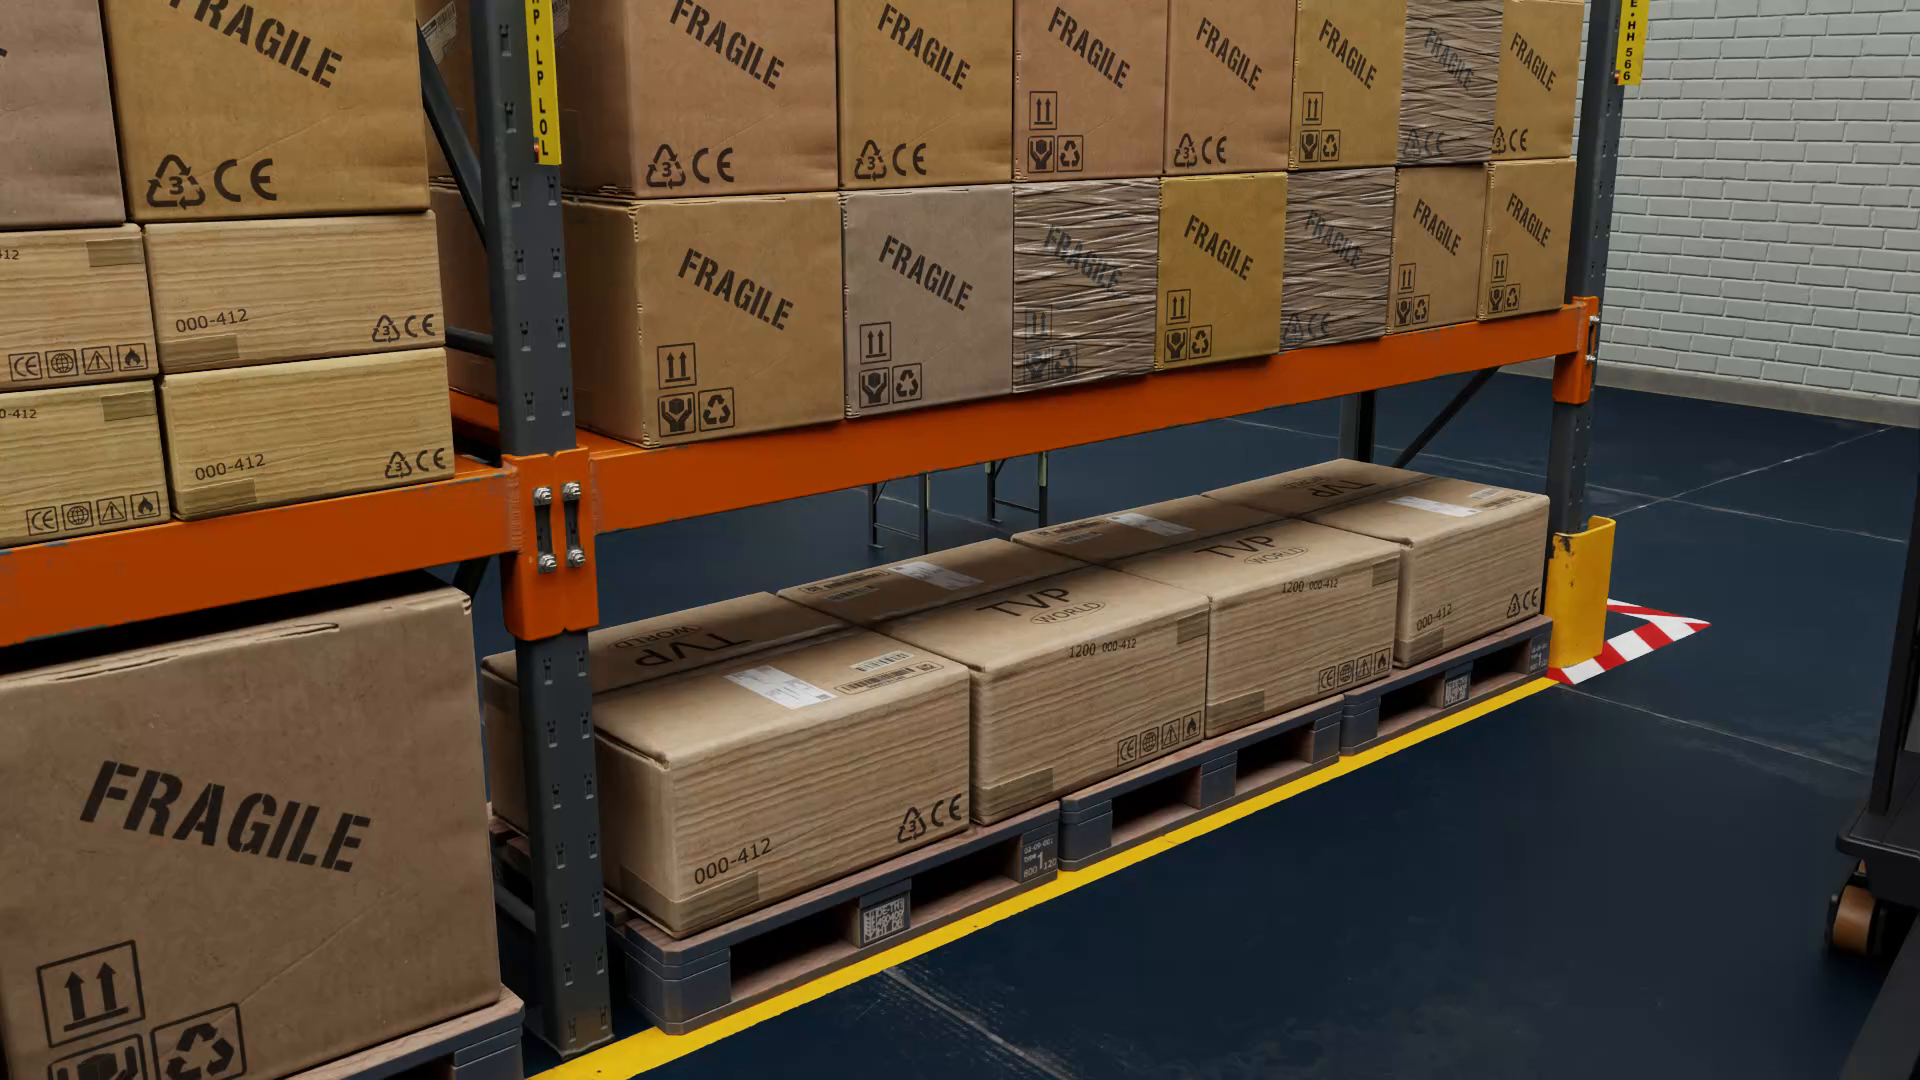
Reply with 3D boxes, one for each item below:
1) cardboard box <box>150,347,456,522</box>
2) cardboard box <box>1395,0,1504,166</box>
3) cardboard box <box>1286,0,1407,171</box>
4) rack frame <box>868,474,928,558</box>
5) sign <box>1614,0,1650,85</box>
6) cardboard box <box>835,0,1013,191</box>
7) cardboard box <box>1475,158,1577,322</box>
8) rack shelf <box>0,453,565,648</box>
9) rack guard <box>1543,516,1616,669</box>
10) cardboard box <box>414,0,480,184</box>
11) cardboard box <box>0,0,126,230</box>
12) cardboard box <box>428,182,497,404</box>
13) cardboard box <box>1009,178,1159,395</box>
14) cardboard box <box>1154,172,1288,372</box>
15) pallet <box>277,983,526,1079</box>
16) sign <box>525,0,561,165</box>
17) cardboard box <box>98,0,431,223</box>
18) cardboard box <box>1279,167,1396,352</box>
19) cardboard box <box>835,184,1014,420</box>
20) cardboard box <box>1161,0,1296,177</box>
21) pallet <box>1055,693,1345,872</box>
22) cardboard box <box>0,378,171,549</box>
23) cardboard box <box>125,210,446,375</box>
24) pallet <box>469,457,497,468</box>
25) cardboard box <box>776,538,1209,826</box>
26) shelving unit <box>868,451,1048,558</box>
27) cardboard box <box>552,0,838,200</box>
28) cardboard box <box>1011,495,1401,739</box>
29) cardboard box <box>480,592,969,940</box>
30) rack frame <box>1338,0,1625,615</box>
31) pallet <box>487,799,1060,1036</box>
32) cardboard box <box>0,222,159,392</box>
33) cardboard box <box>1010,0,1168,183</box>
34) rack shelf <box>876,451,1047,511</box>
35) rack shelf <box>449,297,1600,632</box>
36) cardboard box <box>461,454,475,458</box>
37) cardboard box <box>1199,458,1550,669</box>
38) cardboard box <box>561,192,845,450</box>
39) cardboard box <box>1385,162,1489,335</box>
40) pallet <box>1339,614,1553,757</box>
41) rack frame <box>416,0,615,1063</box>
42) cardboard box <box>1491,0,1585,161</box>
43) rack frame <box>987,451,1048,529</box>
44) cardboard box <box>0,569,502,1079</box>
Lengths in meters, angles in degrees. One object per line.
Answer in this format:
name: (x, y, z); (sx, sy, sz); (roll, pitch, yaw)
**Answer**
cardboard box: (-1.303, -0.240, 3.128); (0.500, 0.250, 0.500); (-13, 20, -41)
cardboard box: (1.305, -1.425, 5.140); (0.500, 0.500, 0.500); (-13, 19, -39)
cardboard box: (0.930, -1.342, 4.829); (0.500, 0.500, 0.500); (-13, 20, -40)
rack frame: (-0.281, -0.661, 7.320); (0.023, 1.500, 0.400); (-13, 19, -39)
sign: (2.233, -1.681, 5.530); (0.005, 0.325, 0.100); (-13, 19, -39)
cardboard box: (-0.227, -1.087, 3.876); (0.500, 0.500, 0.500); (-13, 20, -40)
cardboard box: (1.697, -1.031, 5.602); (0.500, 0.500, 0.500); (-13, 19, -39)
rack shelf: (-2.639, 0.248, 2.402); (4.000, 0.370, 1.077); (-13, 19, -39)
rack guard: (1.905, 0.088, 6.452); (0.348, 0.500, 1.175); (-13, 19, -39)
cardboard box: (-0.956, -1.103, 3.936); (0.500, 0.500, 0.500); (-13, 20, -40)
cardboard box: (-1.688, -0.756, 2.635); (0.500, 0.500, 0.500); (-12, 19, -38)
cardboard box: (-0.948, -0.615, 4.045); (0.500, 0.500, 0.500); (-12, 19, -39)
cardboard box: (0.157, -0.682, 4.298); (0.500, 0.500, 0.500); (-12, 19, -39)
cardboard box: (0.546, -0.770, 4.625); (0.500, 0.500, 0.500); (-12, 19, -38)
pallet: (-1.663, 1.055, 3.393); (1.213, 0.211, 1.003); (-13, 19, -39)
sign: (-0.767, -0.855, 3.049); (0.005, 0.325, 0.100); (-13, 19, -39)
cardboard box: (-1.303, -0.845, 2.969); (0.500, 0.500, 0.500); (-12, 19, -38)
cardboard box: (0.927, -0.860, 4.962); (0.500, 0.500, 0.500); (-12, 19, -38)
cardboard box: (-0.222, -0.599, 3.987); (0.500, 0.500, 0.500); (-12, 19, -39)
cardboard box: (0.549, -1.257, 4.511); (0.500, 0.500, 0.500); (-13, 20, -40)
pallet: (0.415, 0.588, 5.140); (1.213, 0.211, 1.003); (-13, 19, -39)
cardboard box: (-1.688, -0.154, 2.806); (0.500, 0.250, 0.500); (-13, 20, -40)
cardboard box: (-1.303, -0.485, 3.075); (0.500, 0.250, 0.500); (-13, 20, -39)
pallet: (-3.052, -0.366, 8.710); (1.213, 0.211, 1.003); (-13, 19, -39)
cardboard box: (0.089, 0.360, 4.742); (0.875, 0.438, 0.875); (-13, 20, -41)
shelving unit: (-0.005, -0.723, 7.552); (0.755, 1.500, 0.431); (-13, 19, -39)
cardboard box: (-0.612, -1.003, 3.561); (0.500, 0.500, 0.500); (-12, 19, -39)
cardboard box: (0.770, 0.207, 5.312); (0.875, 0.438, 0.875); (-12, 19, -38)
cardboard box: (-0.586, 0.512, 4.174); (0.875, 0.438, 0.875); (-13, 20, -40)
rack frame: (1.887, -1.116, 6.114); (0.127, 3.000, 1.000); (-13, 19, -39)
pallet: (-0.505, 0.796, 4.362); (1.213, 0.211, 1.003); (-13, 19, -39)
cardboard box: (-1.676, -0.399, 2.753); (0.500, 0.250, 0.500); (-12, 19, -38)
cardboard box: (0.167, -1.172, 4.193); (0.500, 0.500, 0.500); (-12, 19, -38)
rack shelf: (-0.005, -0.408, 7.636); (0.720, 0.370, 0.431); (-13, 19, -39)
rack shelf: (0.378, -0.429, 4.938); (4.000, 0.370, 1.077); (-13, 19, -39)
cardboard box: (-2.630, -0.524, 8.612); (0.250, 0.149, 0.380); (-12, 19, -38)
cardboard box: (1.455, 0.051, 5.899); (0.875, 0.438, 0.875); (-14, 20, -41)
cardboard box: (-0.604, -0.515, 3.671); (0.500, 0.500, 0.500); (-12, 19, -38)
cardboard box: (1.309, -0.949, 5.295); (0.500, 0.500, 0.500); (-13, 20, -41)
pallet: (1.335, 0.382, 5.910); (1.213, 0.211, 1.003); (-13, 19, -39)
rack frame: (-1.130, -0.438, 3.577); (0.127, 3.000, 1.000); (-13, 19, -39)
cardboard box: (1.680, -1.519, 5.493); (0.500, 0.500, 0.500); (-12, 19, -38)
rack frame: (0.271, -0.785, 7.784); (0.023, 1.500, 0.400); (-13, 19, -39)
cardboard box: (-1.546, 0.506, 3.346); (0.875, 0.875, 0.875); (-12, 19, -38)
